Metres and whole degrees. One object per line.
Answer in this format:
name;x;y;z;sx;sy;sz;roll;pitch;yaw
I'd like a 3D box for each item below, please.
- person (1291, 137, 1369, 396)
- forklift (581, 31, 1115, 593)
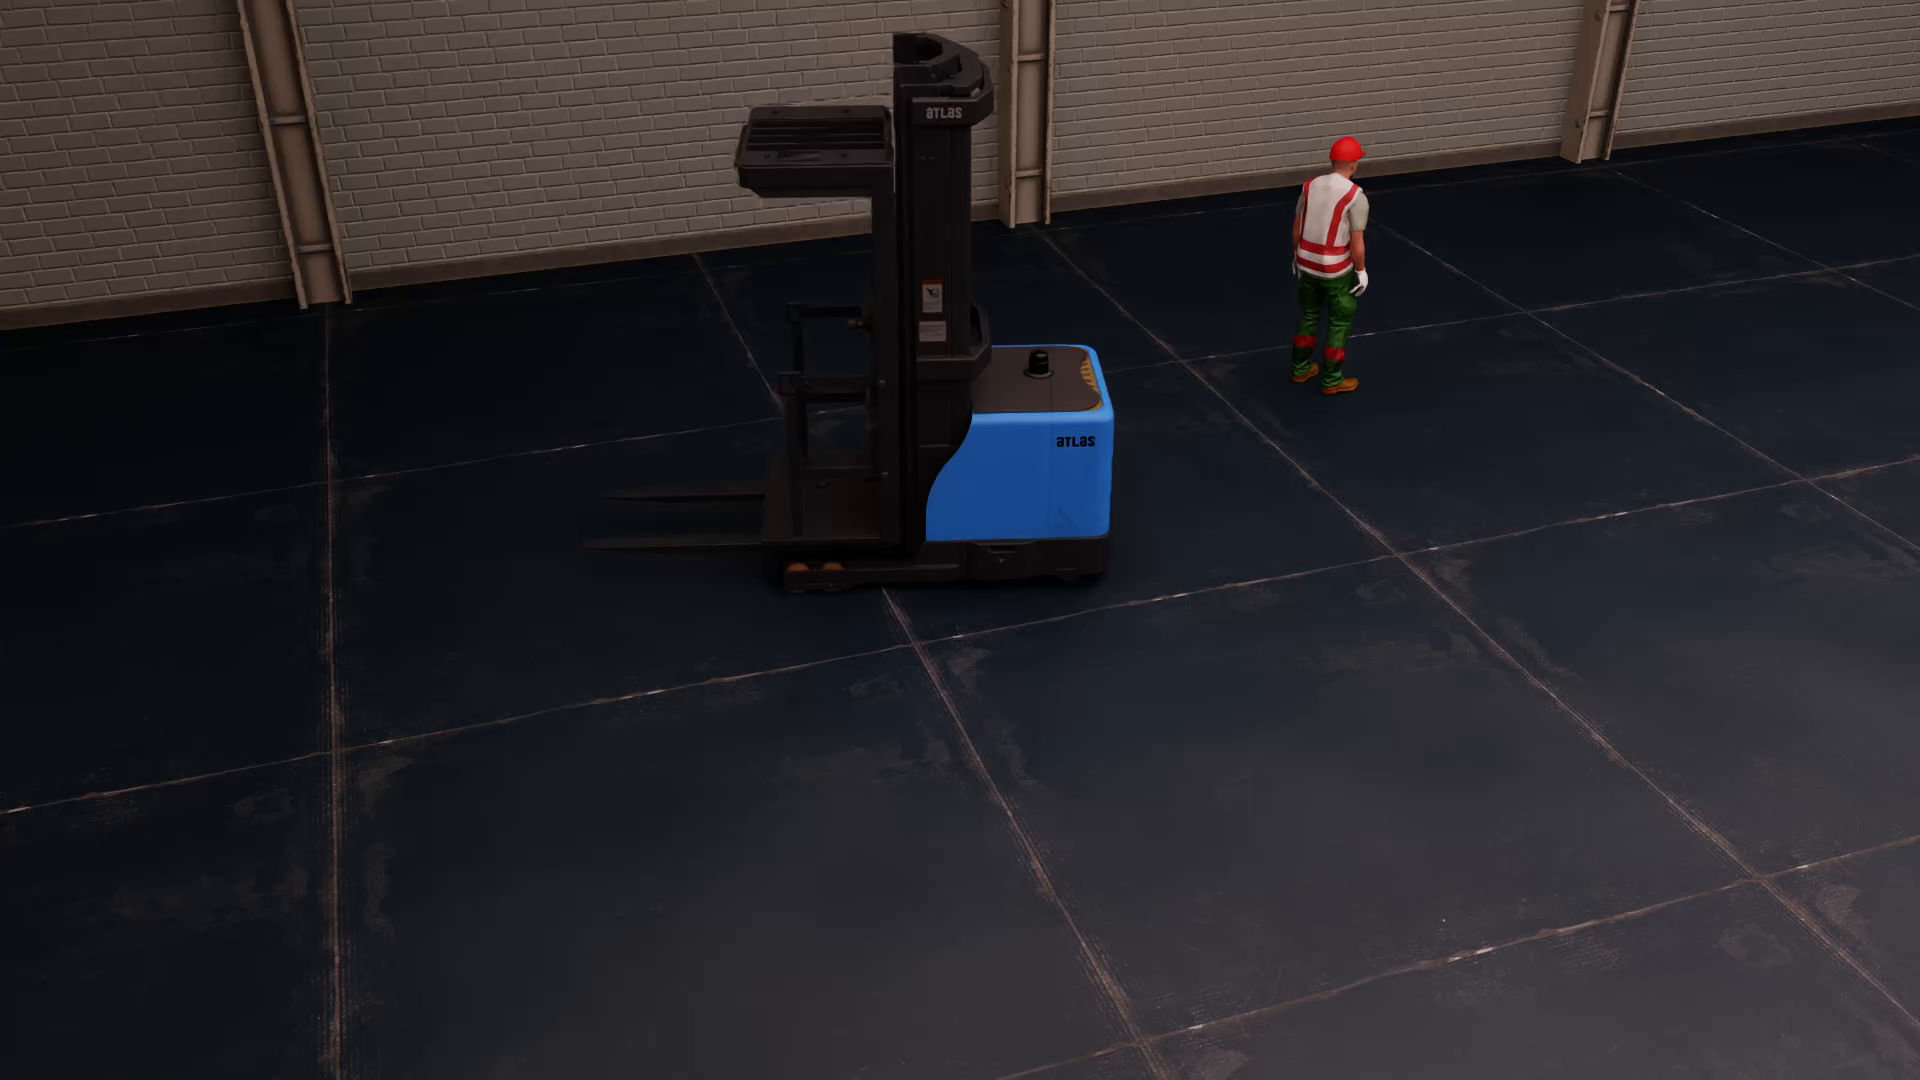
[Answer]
person;2.571;-1.900;11.551;0.452;1.777;0.608;-24;38;-35
forklift;-0.670;-1.238;9.239;3.031;2.935;1.130;-1;30;-2
